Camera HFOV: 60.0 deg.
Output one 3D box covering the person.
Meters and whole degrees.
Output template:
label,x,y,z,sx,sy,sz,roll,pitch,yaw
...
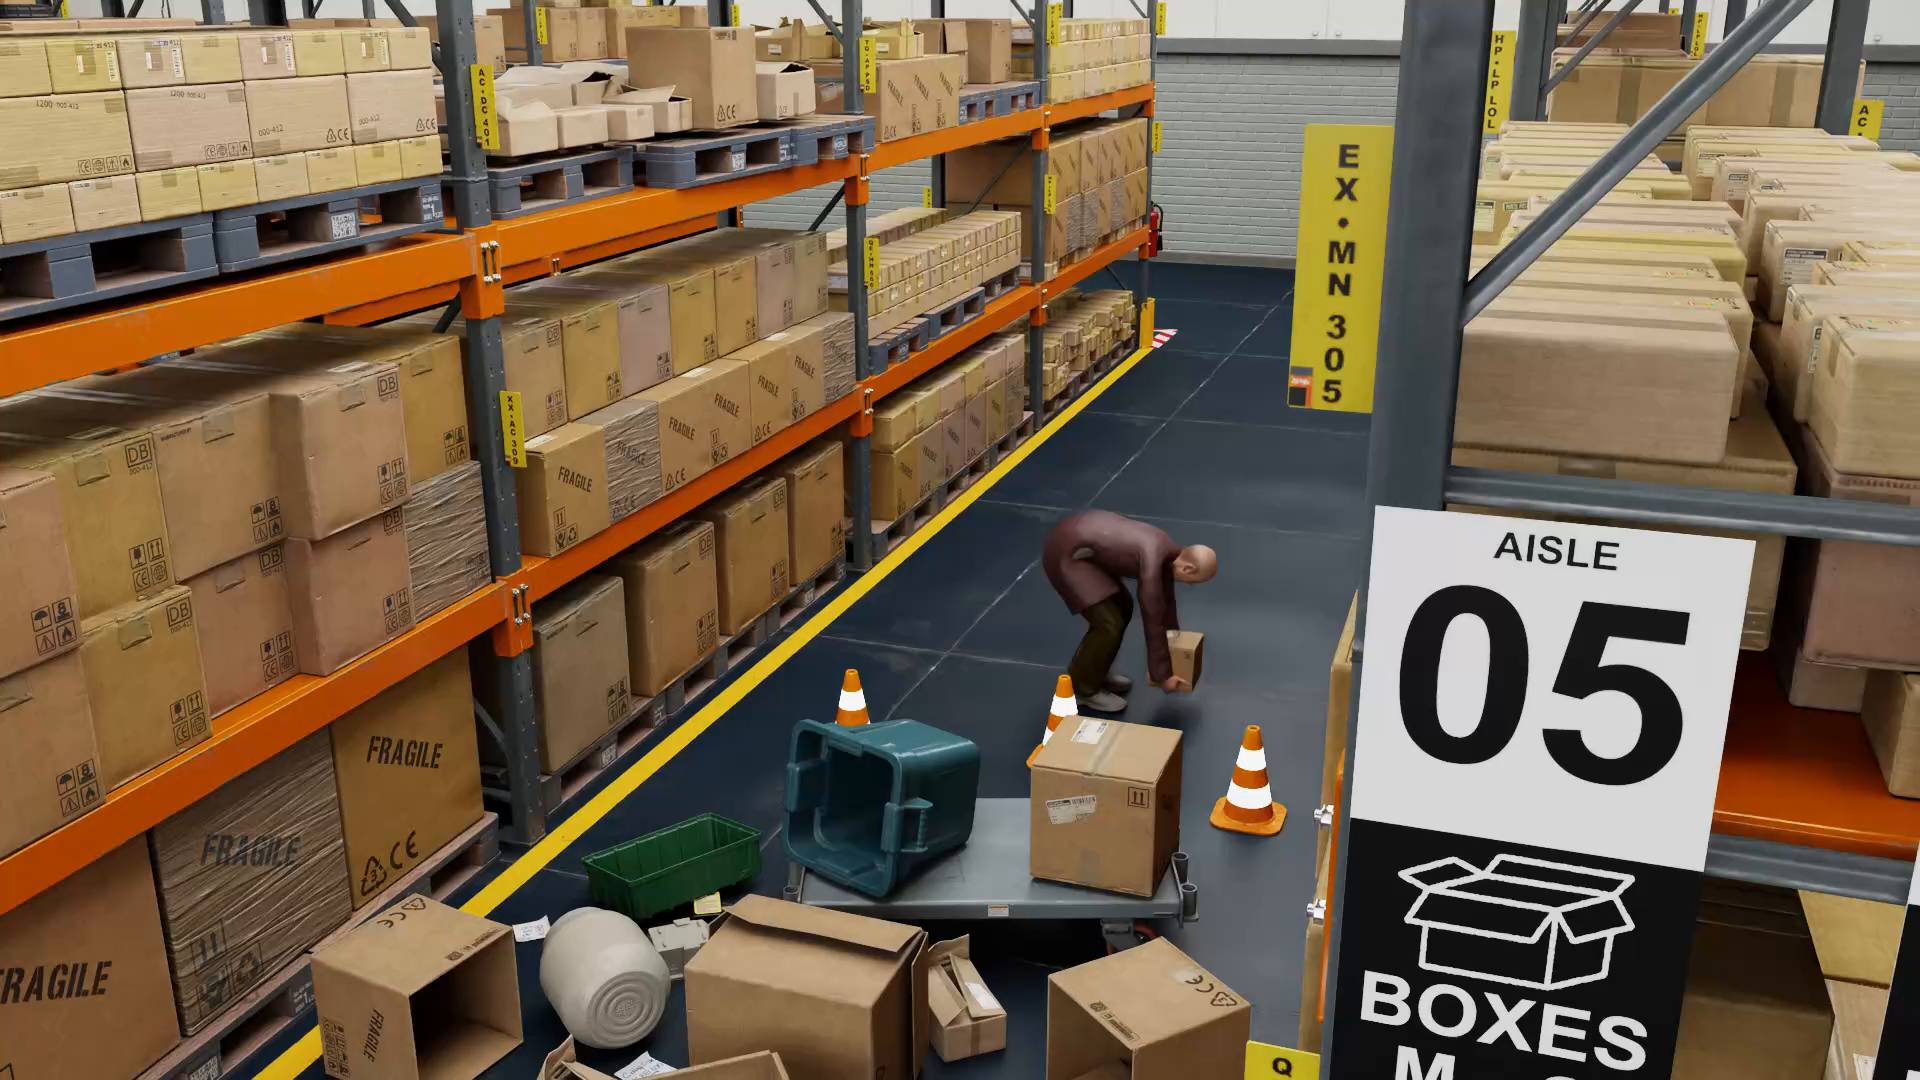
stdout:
label,x,y,z,sx,sy,sz,roll,pitch,yaw
person,0.914,0.382,9.042,0.949,1.077,0.577,5,19,16
